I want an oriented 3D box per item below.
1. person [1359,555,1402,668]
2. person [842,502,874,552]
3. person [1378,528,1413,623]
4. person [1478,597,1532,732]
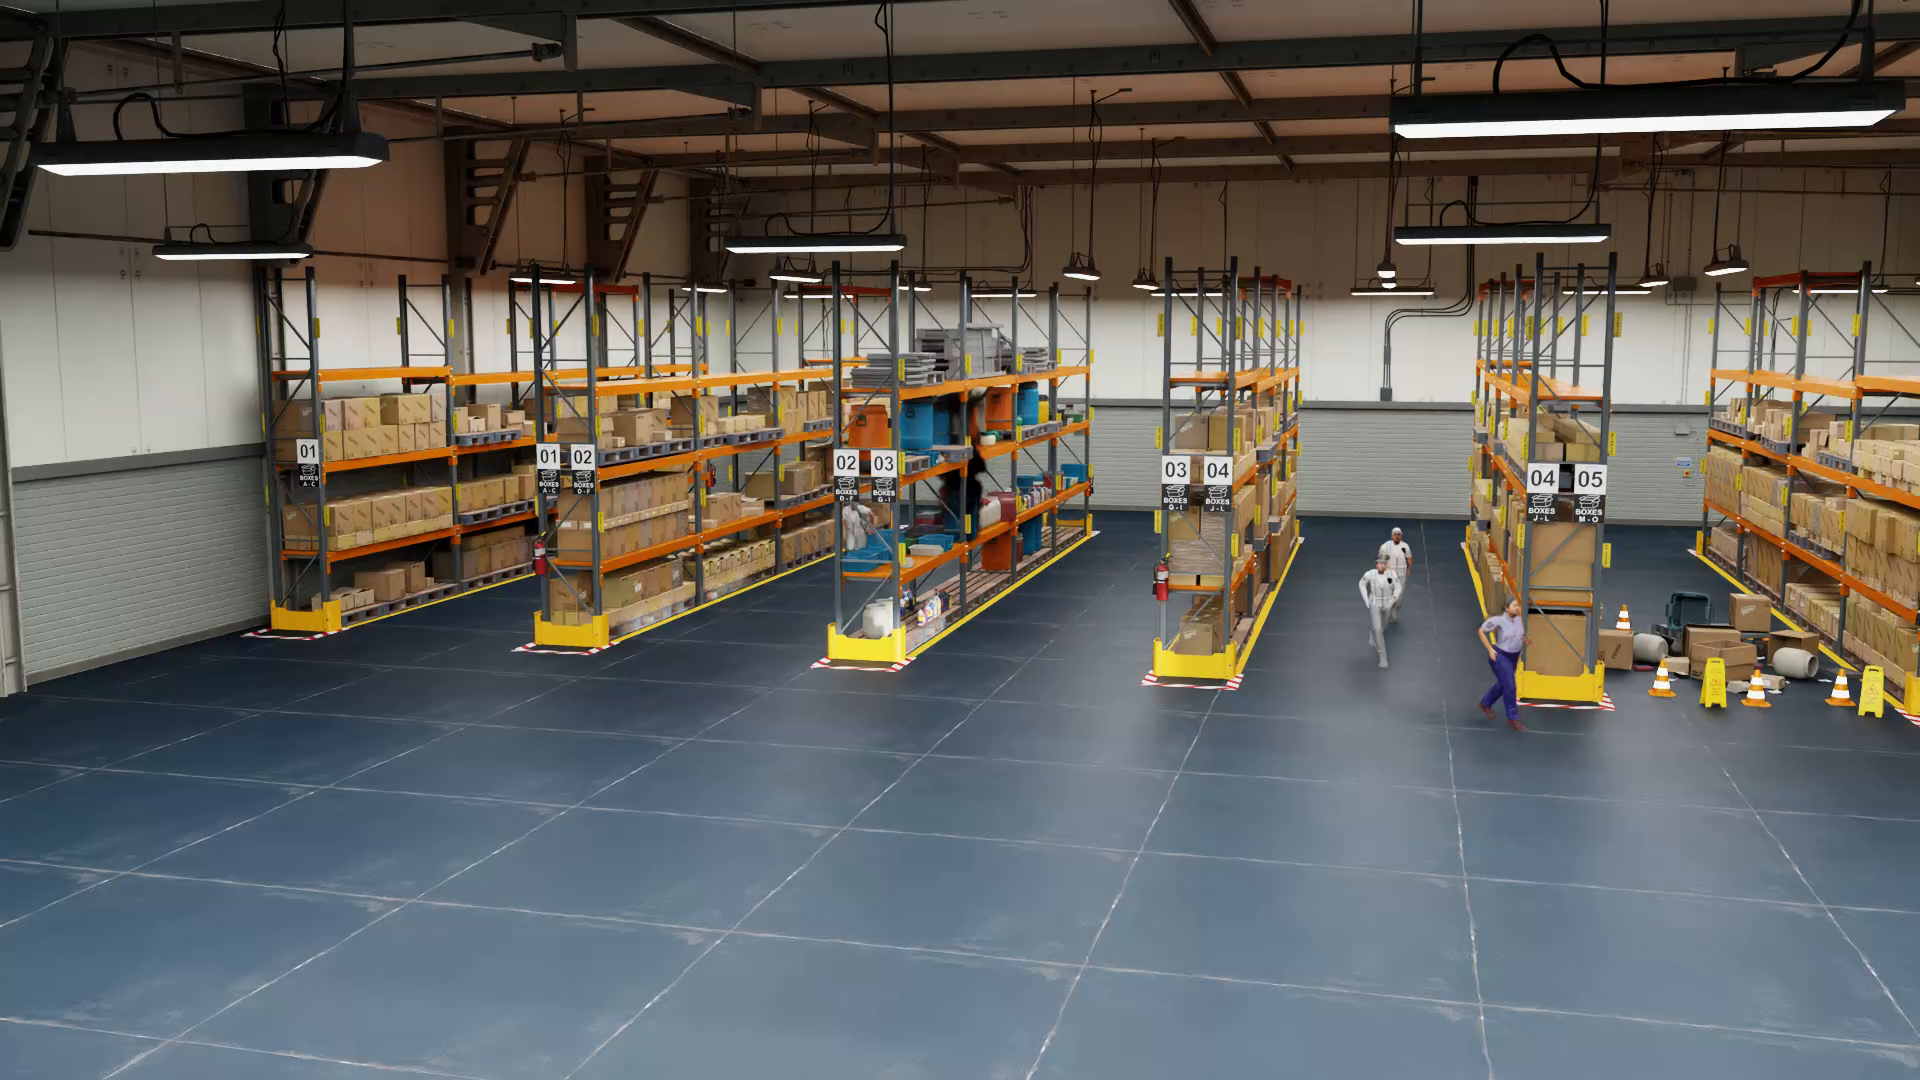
[{"bbox_3d":[6.336,1.019,25.124,0.618,1.676,1.037,0,7,2],"label":"person"},{"bbox_3d":[-2.104,-0.171,33.757,0.654,1.527,0.730,2,7,14],"label":"person"},{"bbox_3d":[7.452,0.591,28.501,0.595,1.622,0.560,1,7,5],"label":"person"},{"bbox_3d":[6.859,1.541,21.000,0.597,1.656,0.838,-5,9,-32],"label":"person"}]
